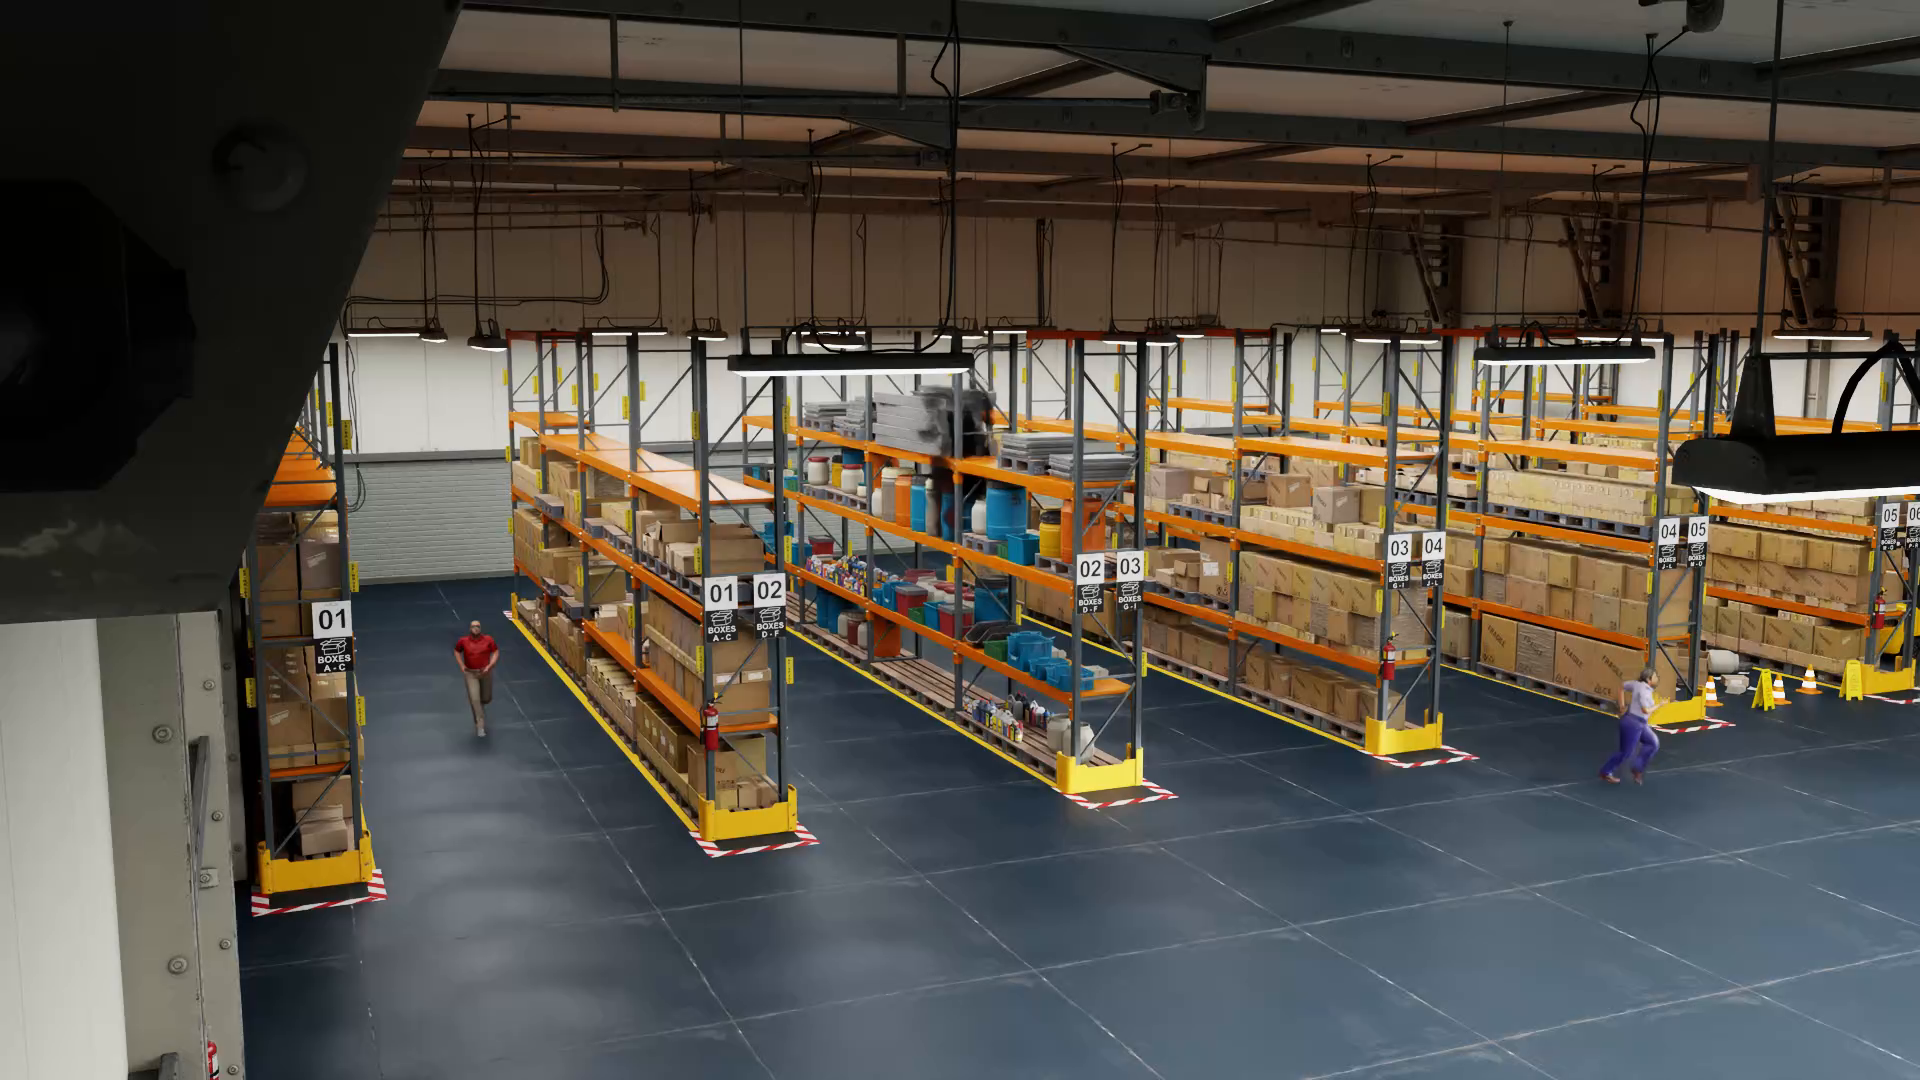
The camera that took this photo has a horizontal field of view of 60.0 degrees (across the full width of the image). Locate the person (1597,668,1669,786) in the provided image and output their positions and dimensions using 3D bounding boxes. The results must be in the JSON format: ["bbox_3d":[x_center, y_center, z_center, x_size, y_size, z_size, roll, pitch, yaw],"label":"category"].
[{"bbox_3d":[9.030,2.522,22.306,0.835,1.630,0.592,3,8,20],"label":"person"}]

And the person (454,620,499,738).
[{"bbox_3d":[-7.347,2.072,25.376,0.636,1.729,1.079,-4,9,-27],"label":"person"}]
